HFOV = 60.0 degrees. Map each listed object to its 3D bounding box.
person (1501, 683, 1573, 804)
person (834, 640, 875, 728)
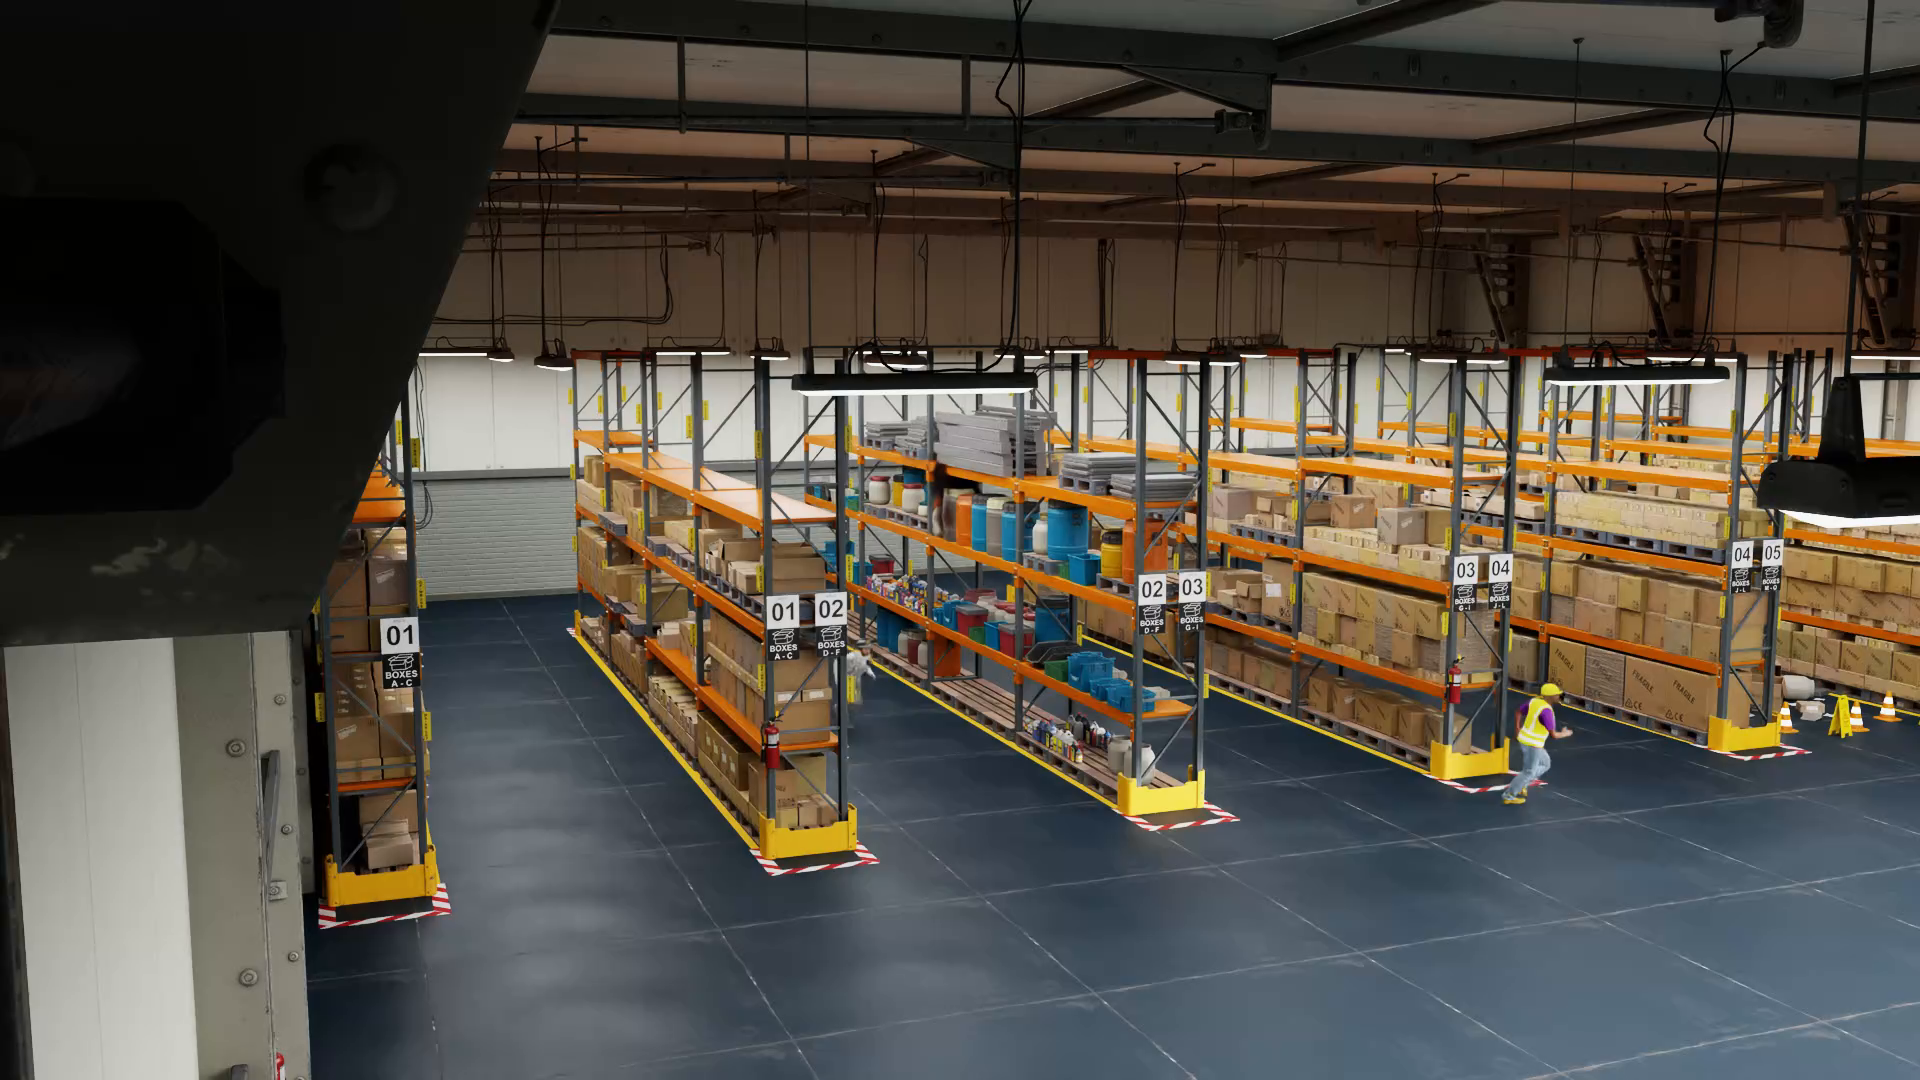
[{"bbox_3d":[7.753,2.731,22.351,0.889,1.657,0.714,1,7,4],"label":"person"},{"bbox_3d":[-1.706,2.307,26.476,0.791,1.502,0.652,7,10,42],"label":"person"}]
